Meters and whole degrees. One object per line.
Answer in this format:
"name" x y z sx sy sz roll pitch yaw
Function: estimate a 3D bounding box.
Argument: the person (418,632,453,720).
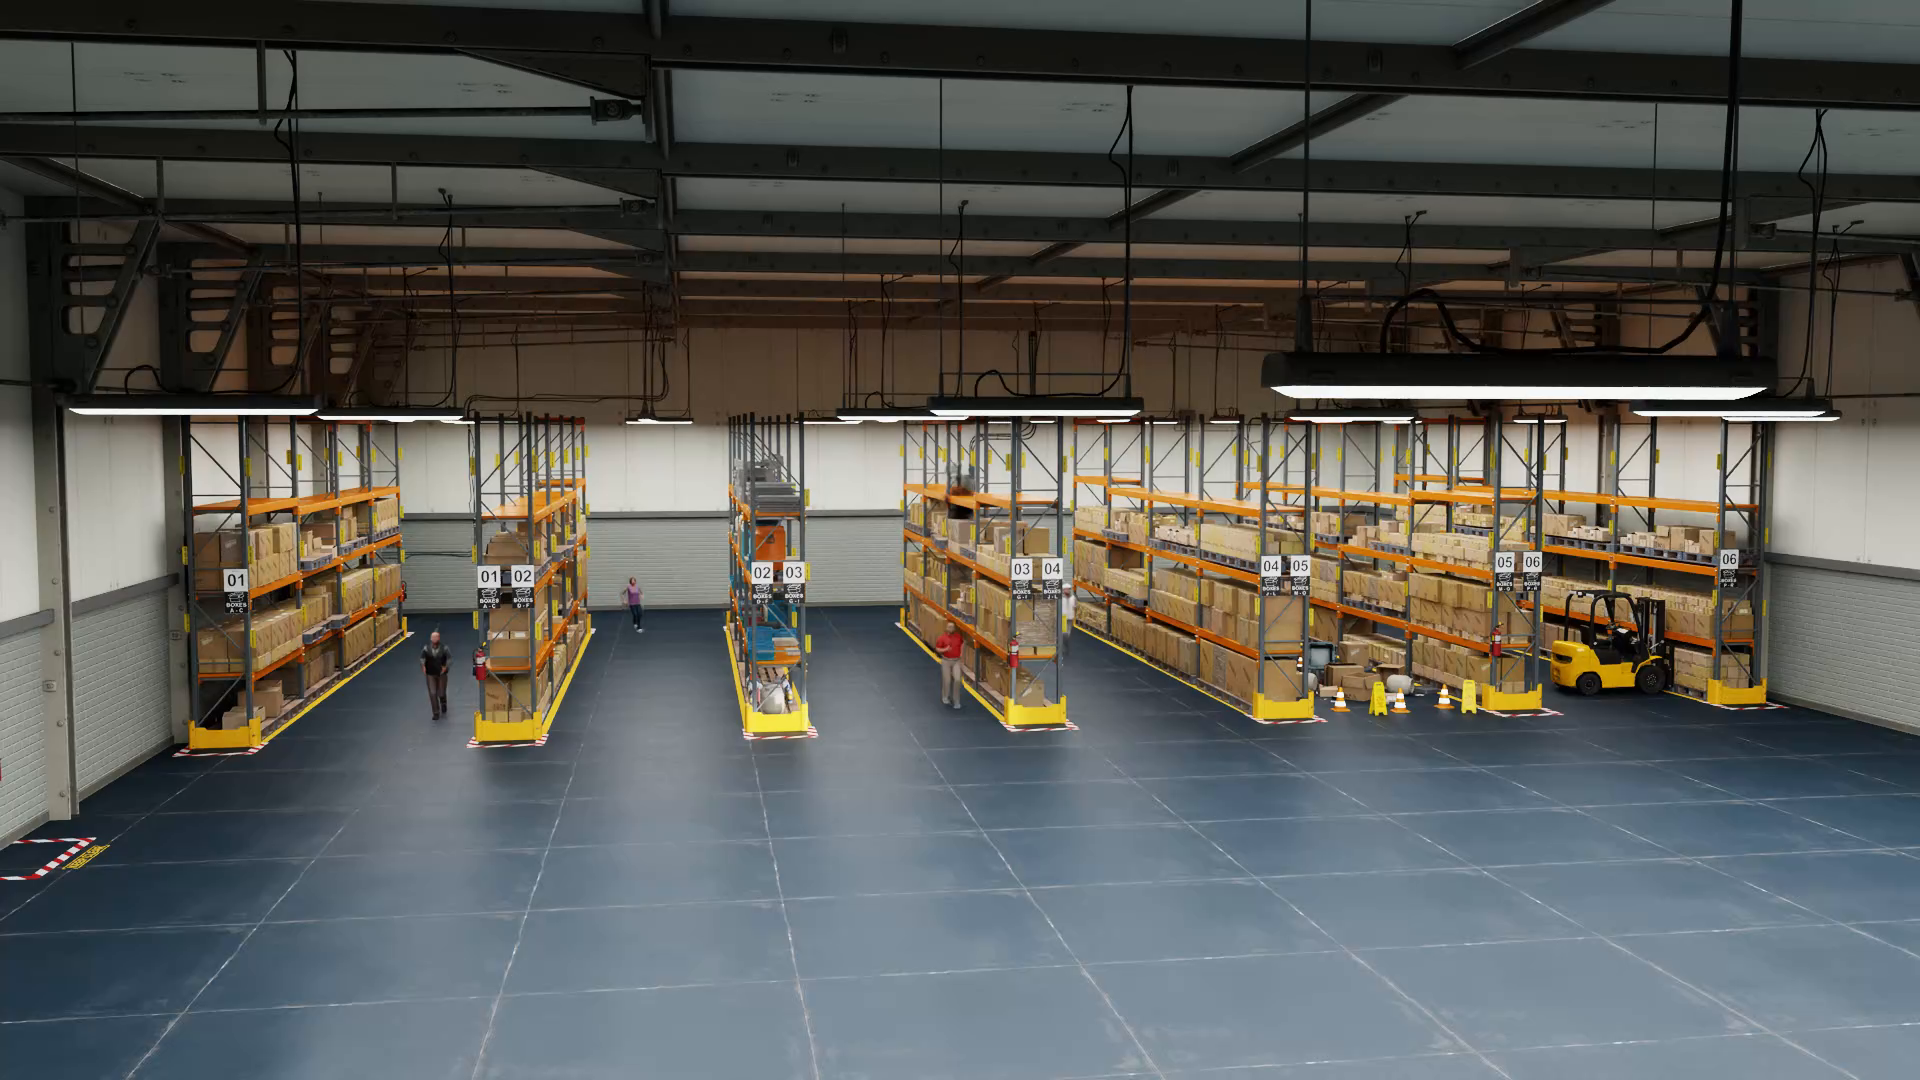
"person" -10.308 2.656 32.701 0.670 1.704 0.687 -1 4 -13

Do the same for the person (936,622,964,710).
"person" -0.182 2.564 33.930 0.640 1.795 0.754 -1 4 -12

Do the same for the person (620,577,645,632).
"person" -9.071 1.806 46.218 0.670 1.564 0.558 -2 4 -30

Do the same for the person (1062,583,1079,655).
"person" 2.687 1.997 41.968 0.635 1.813 0.751 -1 4 -16
